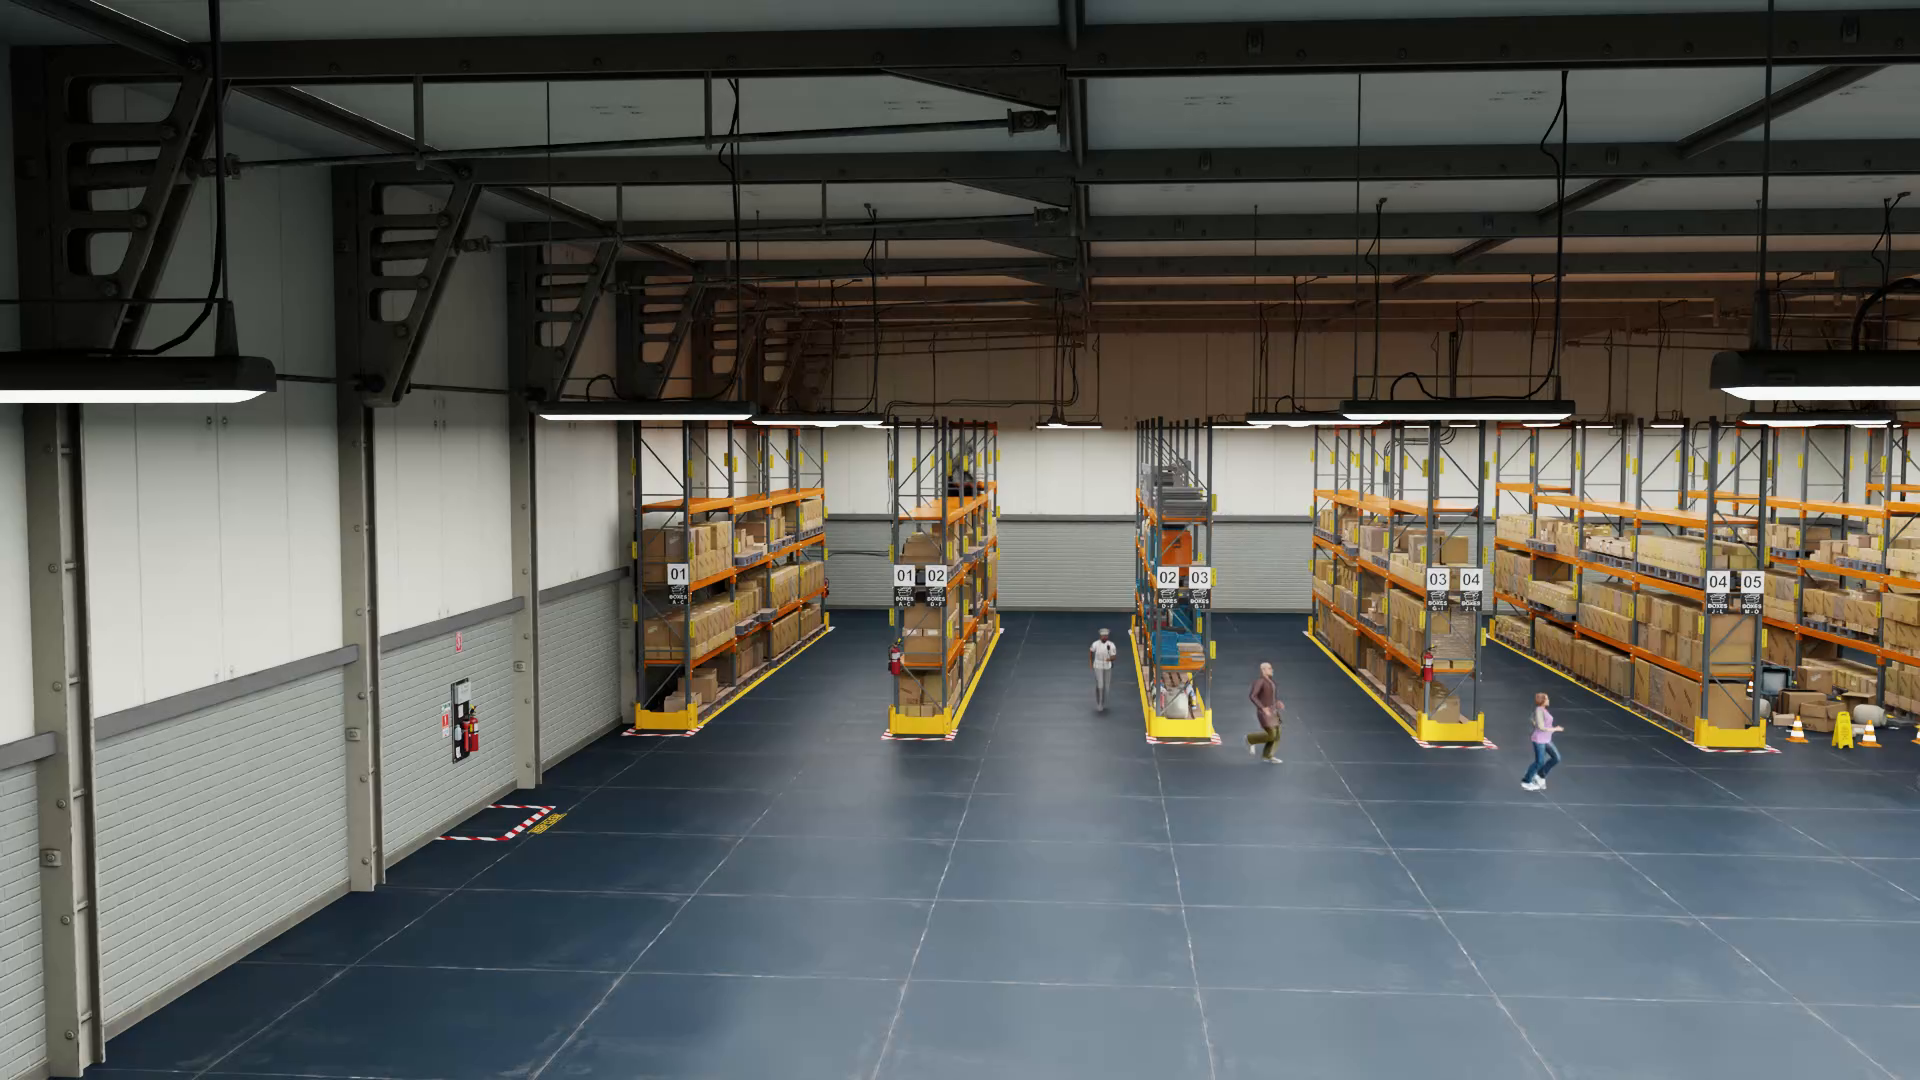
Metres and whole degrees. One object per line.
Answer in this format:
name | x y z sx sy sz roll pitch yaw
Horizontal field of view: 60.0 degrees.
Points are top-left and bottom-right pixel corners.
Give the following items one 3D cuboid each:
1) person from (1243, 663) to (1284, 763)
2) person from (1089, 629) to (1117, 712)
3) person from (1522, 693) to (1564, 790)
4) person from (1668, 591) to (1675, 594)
person | 5.267 2.982 28.761 0.666 1.736 0.714 3 5 36
person | 2.933 2.662 34.078 0.536 1.726 0.788 0 4 -2
person | 9.253 3.195 26.372 0.637 1.571 0.511 3 4 34
person | 20.284 1.830 47.262 0.830 1.606 0.665 2 4 34
